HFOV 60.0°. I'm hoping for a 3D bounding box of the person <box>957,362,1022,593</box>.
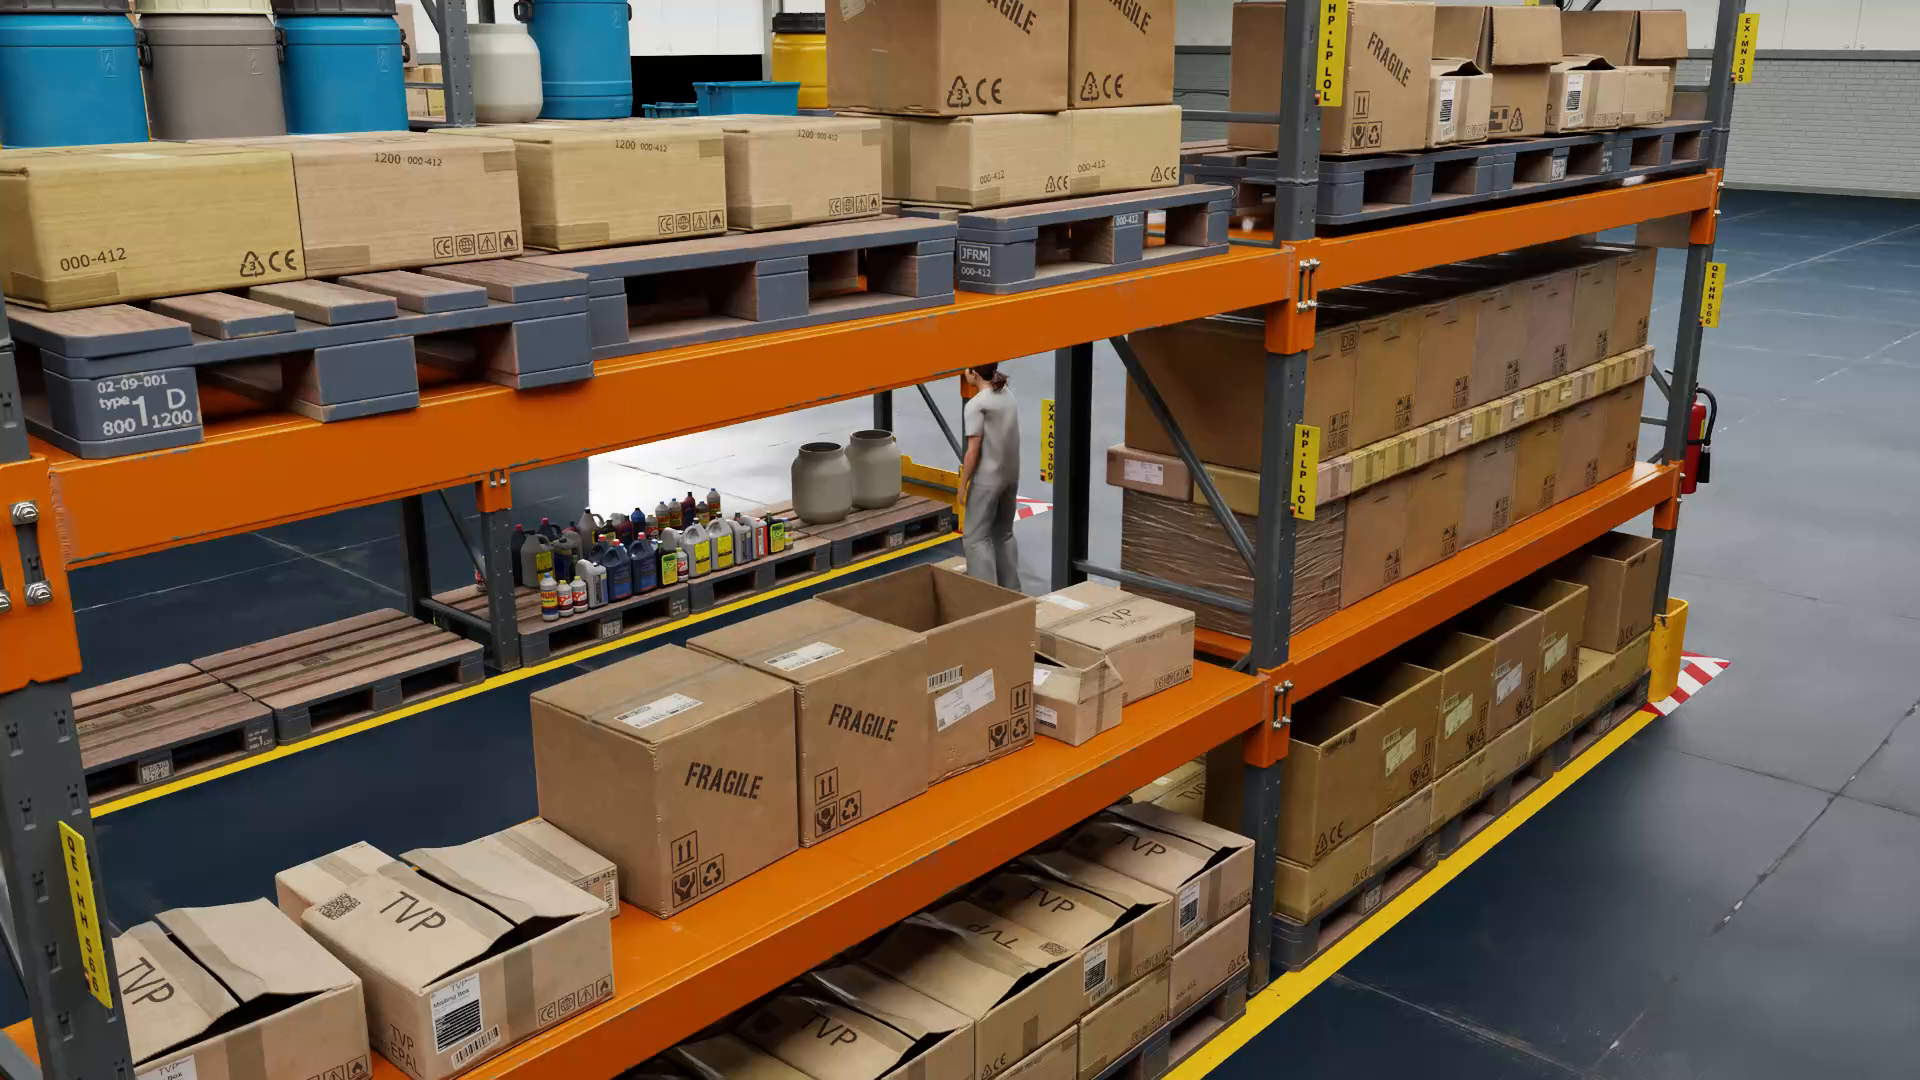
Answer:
[{"bbox_3d":[0.181,-0.362,10.228,0.353,1.673,0.511,13,22,37],"label":"person"}]
